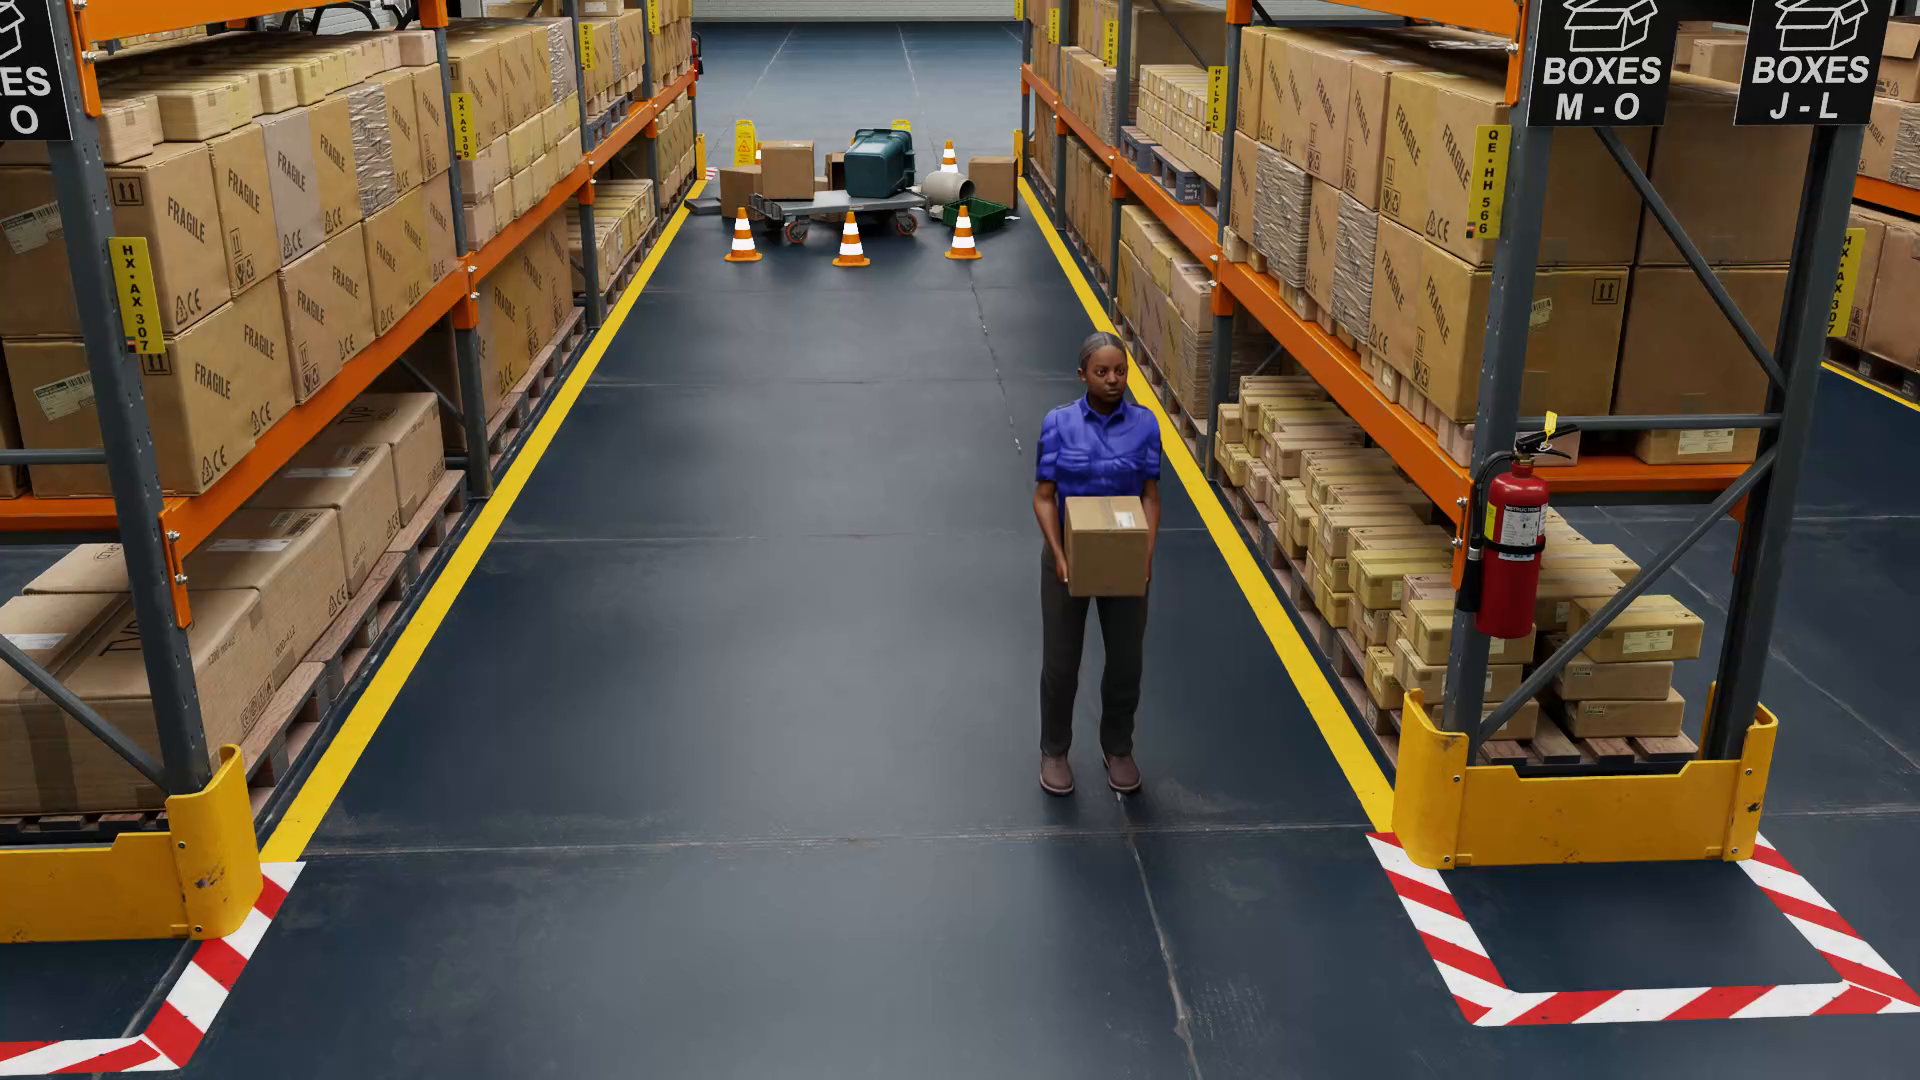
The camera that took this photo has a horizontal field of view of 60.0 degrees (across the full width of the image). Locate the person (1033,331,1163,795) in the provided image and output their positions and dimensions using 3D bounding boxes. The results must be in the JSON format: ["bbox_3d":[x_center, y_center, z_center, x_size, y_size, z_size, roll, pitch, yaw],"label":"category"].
[{"bbox_3d":[0.477,0.119,5.781,0.451,1.649,0.520,-1,21,-2],"label":"person"}]
